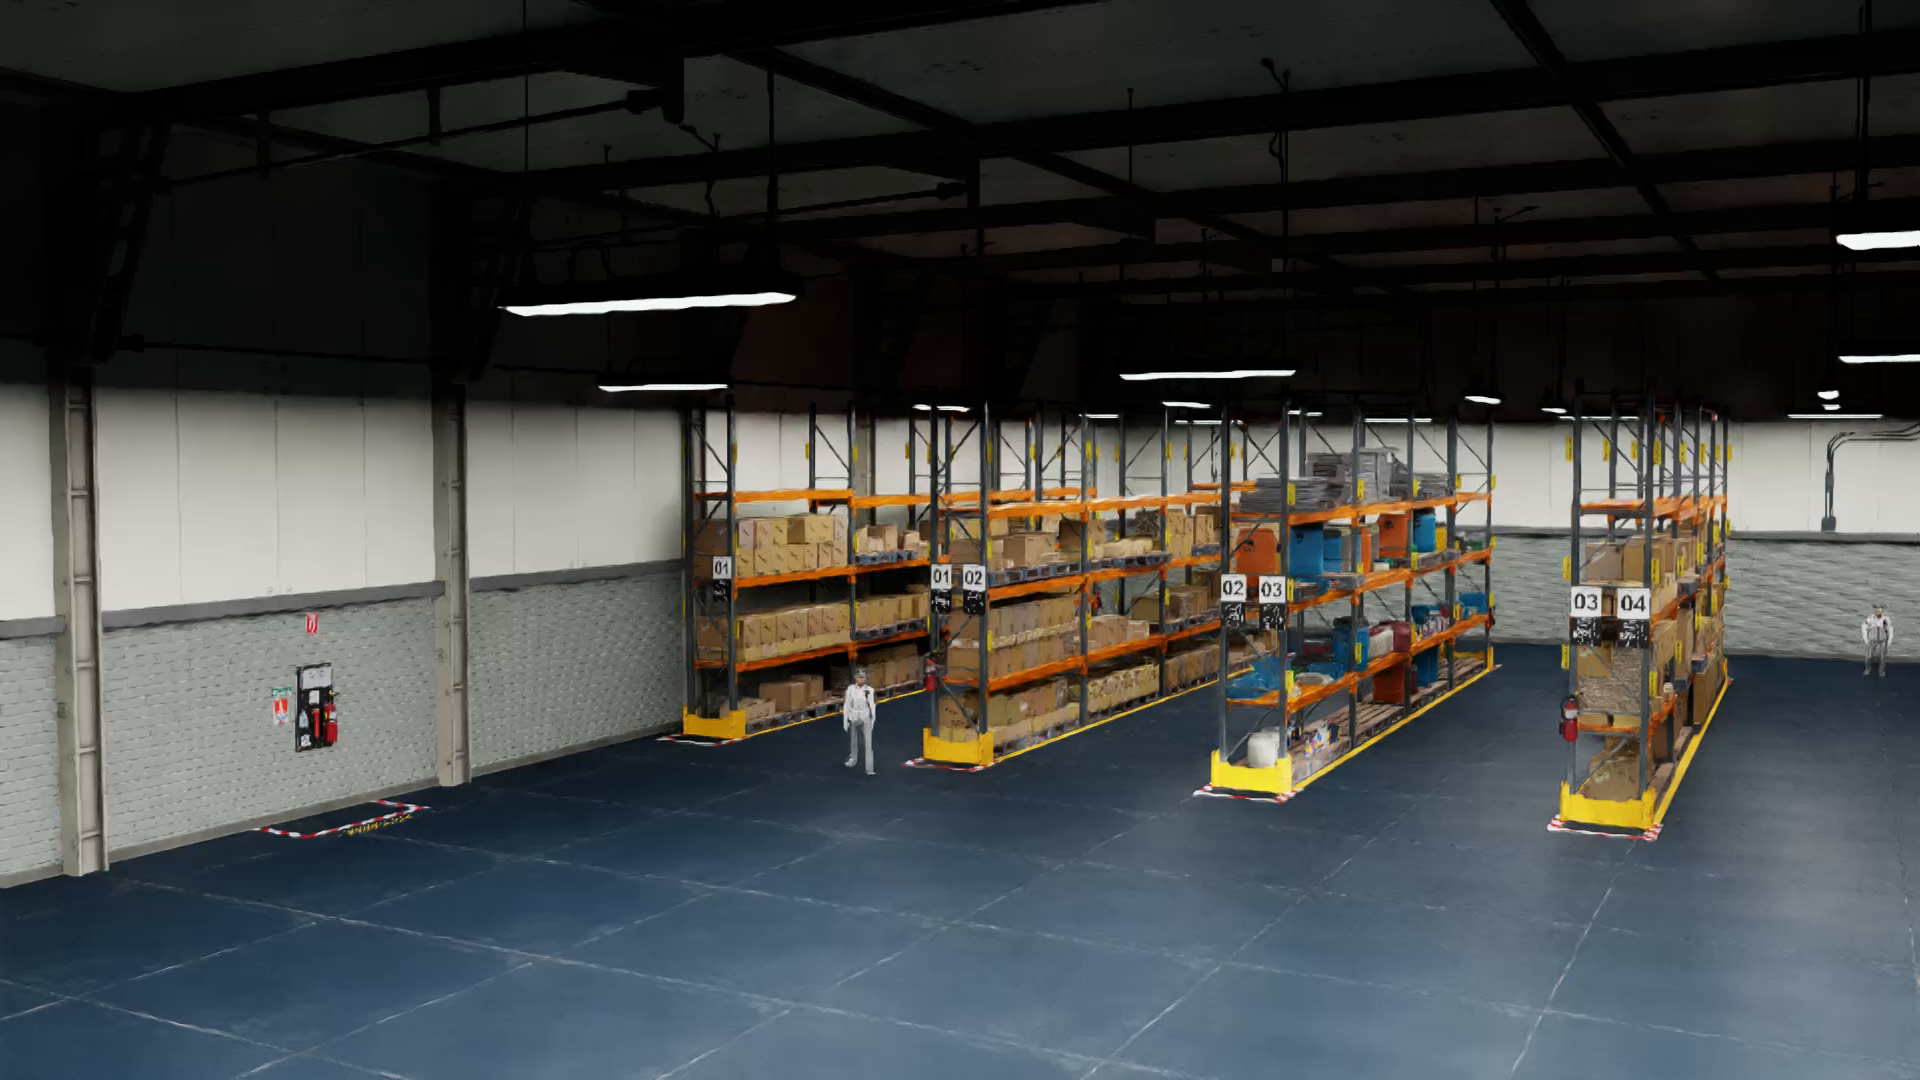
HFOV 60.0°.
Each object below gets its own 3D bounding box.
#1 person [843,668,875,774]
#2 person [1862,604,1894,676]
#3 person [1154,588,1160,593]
[{"bbox_3d":[-1.578,2.803,25.998,0.543,1.645,0.913,0,3,1],"label":"person"},{"bbox_3d":[20.552,2.234,37.247,0.639,1.632,0.498,1,3,26],"label":"person"},{"bbox_3d":[5.010,1.989,41.912,0.491,1.572,0.991,2,3,27],"label":"person"}]
